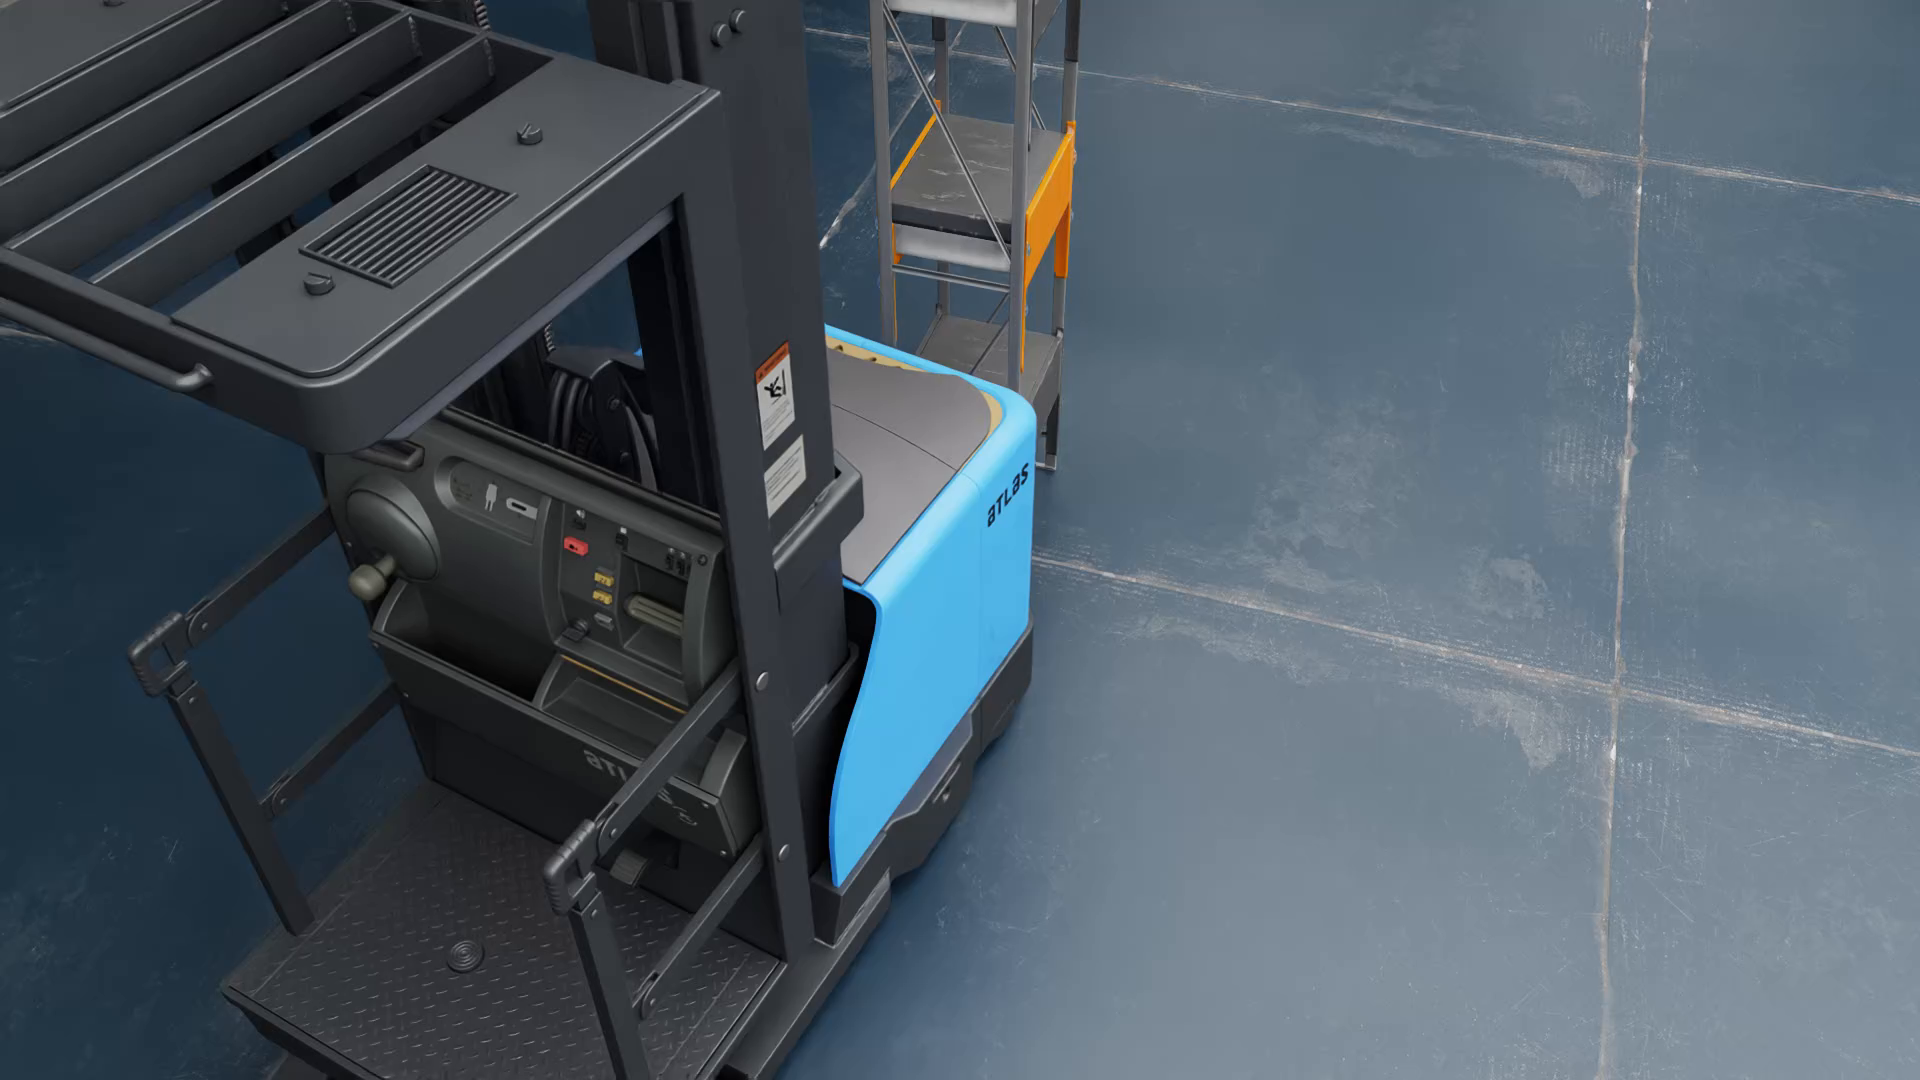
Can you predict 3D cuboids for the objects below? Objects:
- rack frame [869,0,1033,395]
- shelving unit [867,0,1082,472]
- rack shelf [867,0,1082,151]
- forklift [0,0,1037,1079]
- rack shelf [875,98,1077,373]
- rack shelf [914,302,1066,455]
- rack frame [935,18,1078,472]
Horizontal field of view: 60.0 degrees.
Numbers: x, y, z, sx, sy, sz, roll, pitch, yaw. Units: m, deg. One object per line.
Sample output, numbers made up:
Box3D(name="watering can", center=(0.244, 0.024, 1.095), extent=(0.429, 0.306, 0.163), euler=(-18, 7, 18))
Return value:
Box3D(name="rack frame", center=(-0.024, -0.698, 4.462), extent=(0.400, 2.100, 0.015), euler=(13, 46, 13))
Box3D(name="shelving unit", center=(0.050, -0.861, 4.628), extent=(0.431, 2.100, 0.503), euler=(13, 46, 13))
Box3D(name="rack shelf", center=(0.050, -1.351, 4.148), extent=(0.431, 0.518, 0.480), euler=(13, 46, 13))
Box3D(name="forklift", center=(-0.957, 0.105, 3.047), extent=(1.130, 2.935, 3.031), euler=(21, 48, 20))
Box3D(name="rack shelf", center=(0.050, -0.851, 4.638), extent=(0.431, 0.518, 0.480), euler=(13, 46, 13))
Box3D(name="rack shelf", center=(0.050, -0.351, 5.128), extent=(0.431, 0.518, 0.480), euler=(13, 46, 13))
Box3D(name="rack frame", center=(0.124, -1.023, 4.795), extent=(0.400, 2.100, 0.015), euler=(13, 46, 13))
